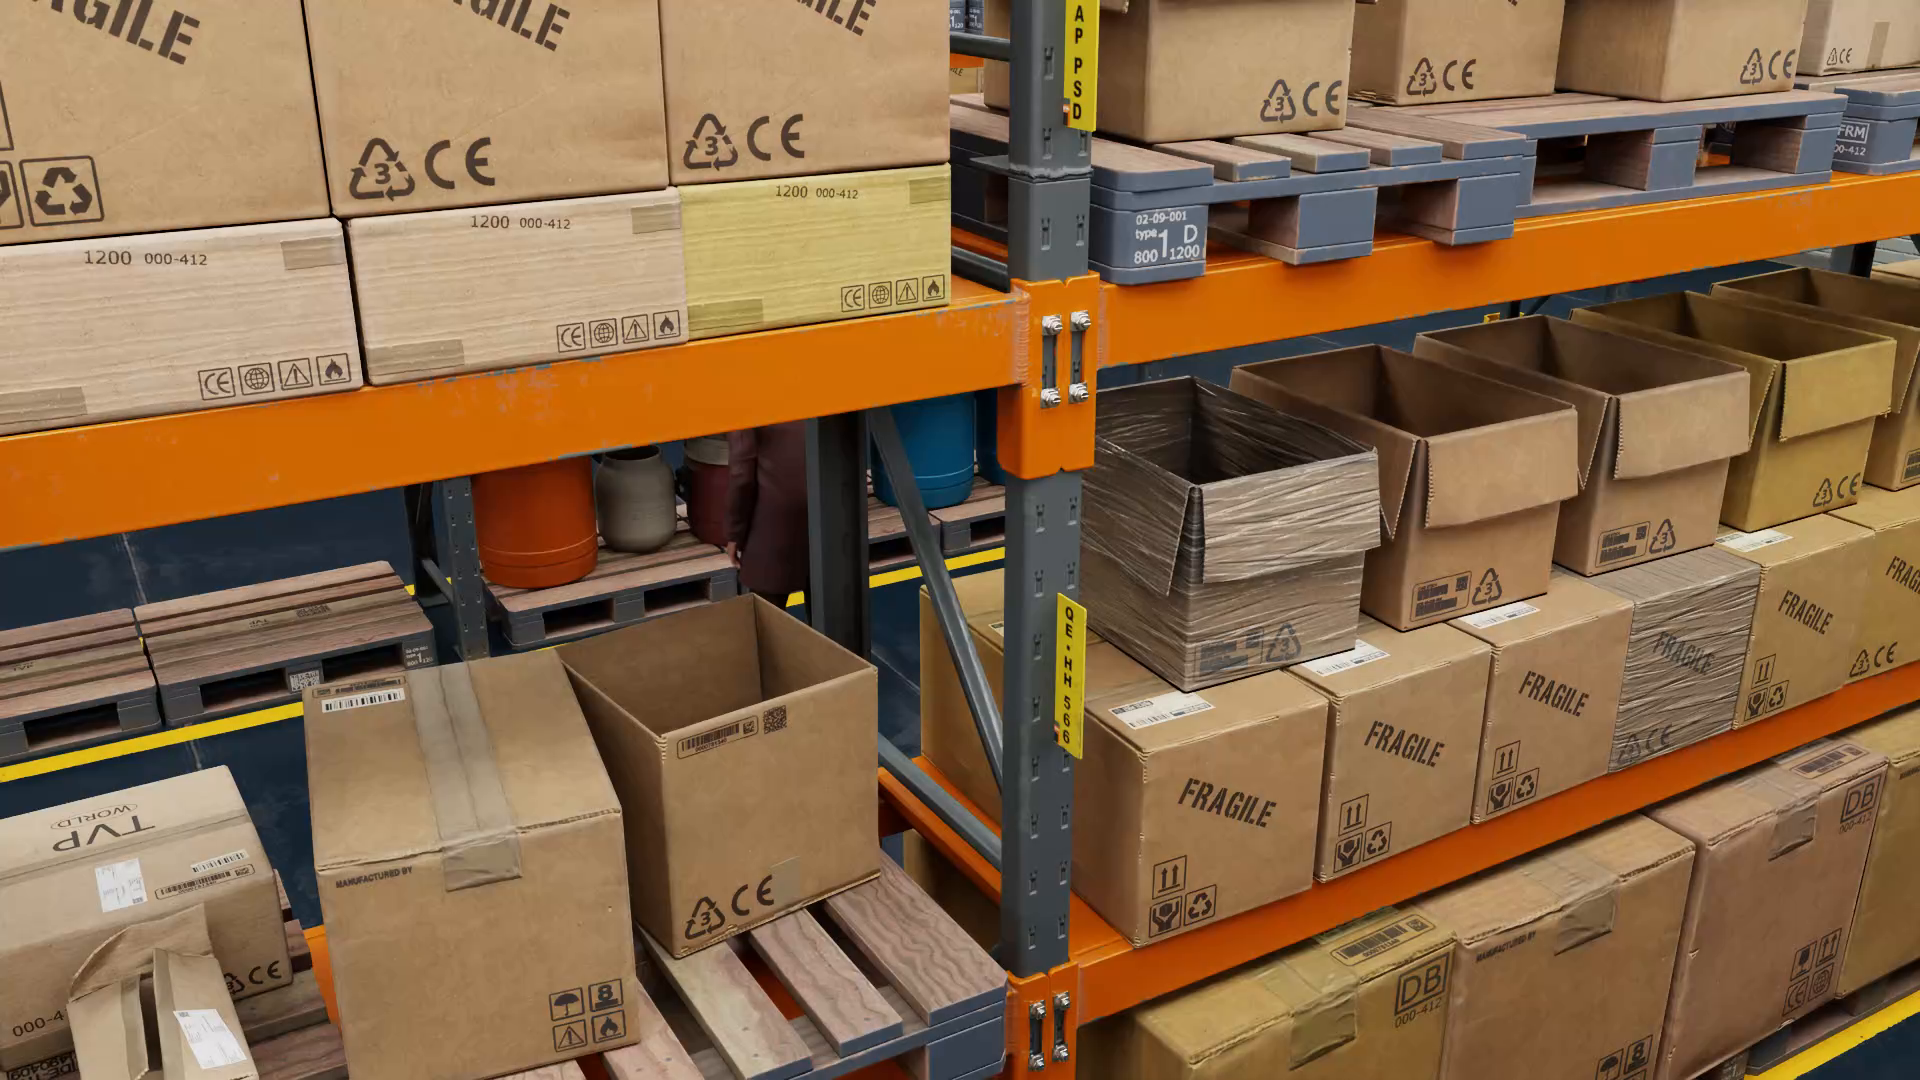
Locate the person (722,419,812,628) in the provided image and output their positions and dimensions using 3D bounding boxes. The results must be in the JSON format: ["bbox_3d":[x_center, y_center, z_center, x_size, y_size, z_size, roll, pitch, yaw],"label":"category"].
[{"bbox_3d":[-0.735,-0.053,7.242,0.641,1.773,0.428,-12,25,-29],"label":"person"}]
